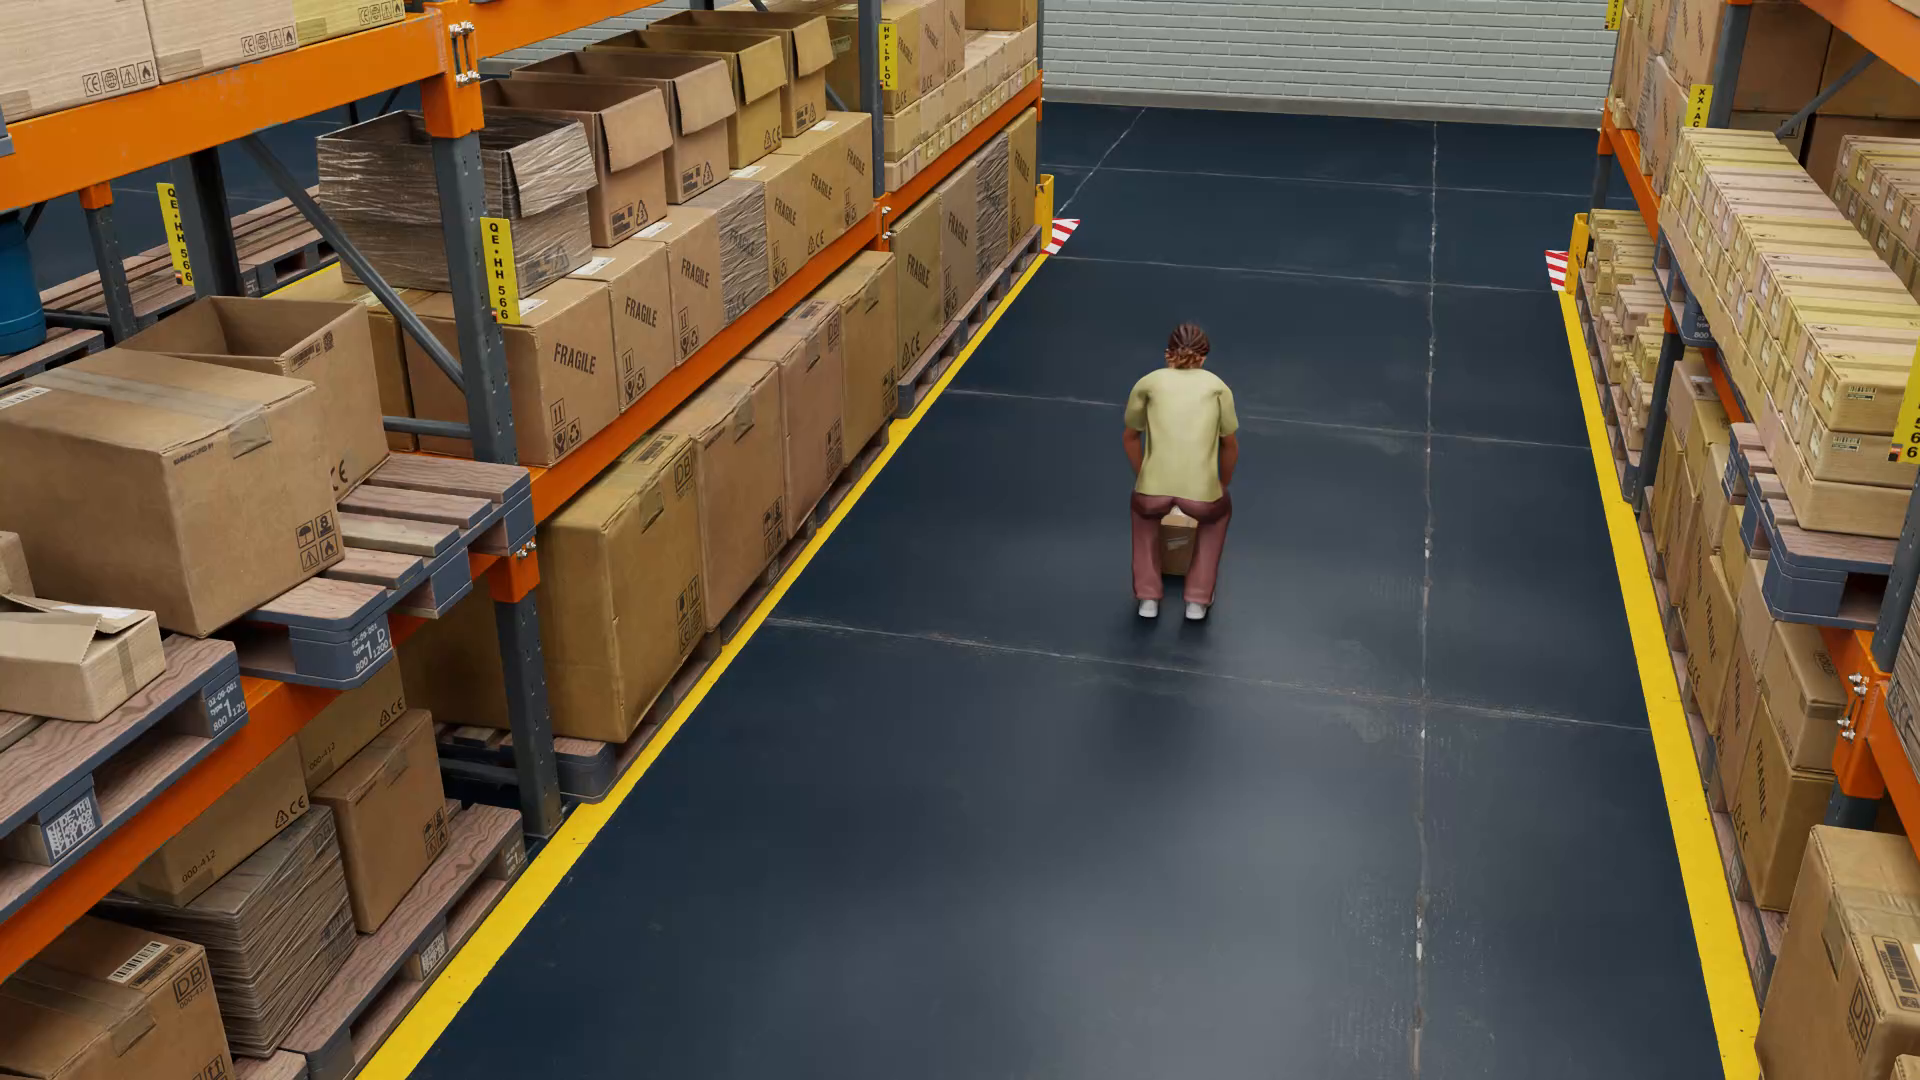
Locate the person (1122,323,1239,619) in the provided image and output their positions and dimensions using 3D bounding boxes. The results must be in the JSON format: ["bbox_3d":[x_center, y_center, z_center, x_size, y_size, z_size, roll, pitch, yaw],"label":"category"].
[{"bbox_3d":[0.936,-0.278,7.234,0.508,1.216,0.719,6,26,13],"label":"person"}]
